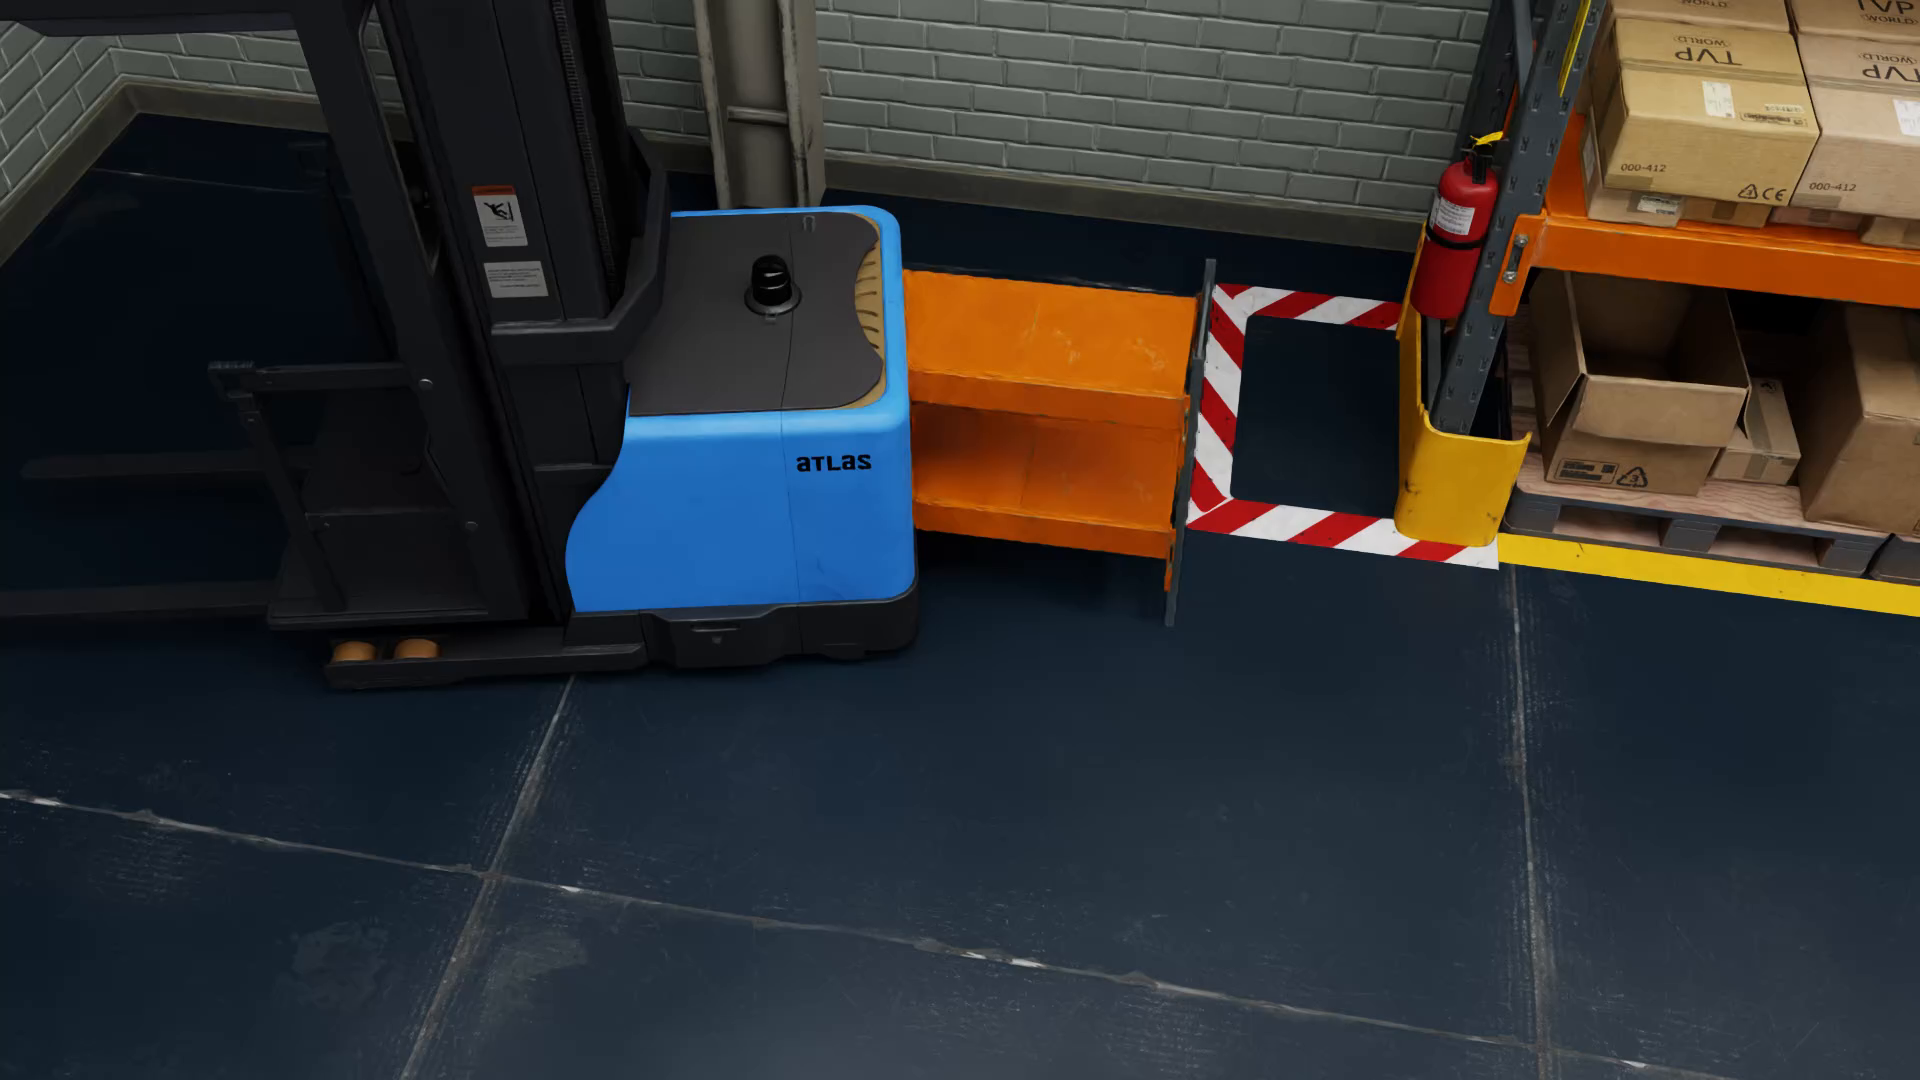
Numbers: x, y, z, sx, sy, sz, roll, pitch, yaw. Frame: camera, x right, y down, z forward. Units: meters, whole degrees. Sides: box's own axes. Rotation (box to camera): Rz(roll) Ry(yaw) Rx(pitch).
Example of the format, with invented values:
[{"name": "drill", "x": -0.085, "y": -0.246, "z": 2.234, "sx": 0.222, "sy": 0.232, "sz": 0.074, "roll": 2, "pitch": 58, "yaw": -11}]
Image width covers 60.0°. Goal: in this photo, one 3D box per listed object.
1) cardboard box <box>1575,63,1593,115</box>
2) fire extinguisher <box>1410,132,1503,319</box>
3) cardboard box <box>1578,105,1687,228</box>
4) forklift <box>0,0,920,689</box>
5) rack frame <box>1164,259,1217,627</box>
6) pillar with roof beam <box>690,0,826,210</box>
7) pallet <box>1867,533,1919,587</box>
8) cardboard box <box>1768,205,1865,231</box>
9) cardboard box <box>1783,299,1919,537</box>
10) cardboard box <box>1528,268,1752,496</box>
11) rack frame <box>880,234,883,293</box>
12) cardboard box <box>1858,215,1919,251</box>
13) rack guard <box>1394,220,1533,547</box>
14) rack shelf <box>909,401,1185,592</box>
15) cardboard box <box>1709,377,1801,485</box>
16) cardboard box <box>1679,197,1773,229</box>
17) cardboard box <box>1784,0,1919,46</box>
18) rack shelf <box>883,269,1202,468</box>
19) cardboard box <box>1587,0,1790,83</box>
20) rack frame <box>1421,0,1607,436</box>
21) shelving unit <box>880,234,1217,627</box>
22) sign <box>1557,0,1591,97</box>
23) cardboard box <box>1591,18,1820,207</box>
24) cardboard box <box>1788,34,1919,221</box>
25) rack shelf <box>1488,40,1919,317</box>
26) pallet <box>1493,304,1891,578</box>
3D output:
[{"name": "cardboard box", "x": 2.077, "y": -1.499, "z": 5.249, "sx": 0.250, "sy": 0.149, "sz": 0.380, "roll": 7, "pitch": 48, "yaw": 6}, {"name": "fire extinguisher", "x": 1.477, "y": -0.961, "z": 4.899, "sx": 0.183, "sy": 0.674, "sz": 0.296, "roll": 8, "pitch": 49, "yaw": 7}, {"name": "cardboard box", "x": 1.978, "y": -1.102, "z": 4.892, "sx": 0.250, "sy": 0.149, "sz": 0.380, "roll": 7, "pitch": 48, "yaw": 7}, {"name": "forklift", "x": -1.666, "y": -0.909, "z": 4.597, "sx": 3.031, "sy": 2.935, "sz": 1.130, "roll": -2, "pitch": 48, "yaw": -2}, {"name": "rack frame", "x": 0.728, "y": -0.282, "z": 5.283, "sx": 0.032, "sy": 1.125, "sz": 0.500, "roll": 7, "pitch": 45, "yaw": 8}, {"name": "pillar with roof beam", "x": -1.555, "y": -1.300, "z": 0.869, "sx": 0.400, "sy": 9.000, "sz": 9.100, "roll": 8, "pitch": 49, "yaw": 7}, {"name": "pallet", "x": 3.760, "y": -0.220, "z": 5.806, "sx": 1.213, "sy": 0.211, "sz": 1.003, "roll": 8, "pitch": 49, "yaw": 7}, {"name": "cardboard box", "x": 2.502, "y": -1.093, "z": 4.884, "sx": 0.250, "sy": 0.149, "sz": 0.380, "roll": 7, "pitch": 48, "yaw": 6}, {"name": "cardboard box", "x": 3.123, "y": -0.443, "z": 5.530, "sx": 0.500, "sy": 0.500, "sz": 0.700, "roll": 9, "pitch": 49, "yaw": 8}, {"name": "cardboard box", "x": 2.289, "y": -0.586, "z": 5.656, "sx": 0.637, "sy": 0.503, "sz": 0.797, "roll": 6, "pitch": 48, "yaw": 5}, {"name": "rack frame", "x": -0.272, "y": -0.402, "z": 5.425, "sx": 0.032, "sy": 1.125, "sz": 0.500, "roll": 7, "pitch": 45, "yaw": 8}, {"name": "cardboard box", "x": 2.739, "y": -1.014, "z": 4.814, "sx": 0.250, "sy": 0.149, "sz": 0.380, "roll": 9, "pitch": 49, "yaw": 8}, {"name": "rack guard", "x": 1.778, "y": -0.584, "z": 5.939, "sx": 0.348, "sy": 0.500, "sz": 1.175, "roll": 8, "pitch": 49, "yaw": 7}, {"name": "rack shelf", "x": 0.231, "y": -0.167, "z": 5.525, "sx": 1.000, "sy": 0.278, "sz": 0.538, "roll": 7, "pitch": 45, "yaw": 8}, {"name": "cardboard box", "x": 2.700, "y": -0.383, "z": 5.711, "sx": 0.250, "sy": 0.149, "sz": 0.380, "roll": 6, "pitch": 48, "yaw": 5}, {"name": "cardboard box", "x": 2.237, "y": -1.102, "z": 4.892, "sx": 0.250, "sy": 0.149, "sz": 0.380, "roll": 9, "pitch": 49, "yaw": 8}, {"name": "cardboard box", "x": 2.711, "y": -1.544, "z": 5.021, "sx": 0.500, "sy": 0.250, "sz": 0.500, "roll": 8, "pitch": 49, "yaw": 7}, {"name": "rack shelf", "x": 0.224, "y": -0.551, "z": 5.149, "sx": 1.000, "sy": 0.278, "sz": 0.538, "roll": 7, "pitch": 45, "yaw": 8}, {"name": "cardboard box", "x": 2.203, "y": -1.613, "z": 5.083, "sx": 0.500, "sy": 0.250, "sz": 0.500, "roll": 9, "pitch": 49, "yaw": 8}, {"name": "rack frame", "x": 1.704, "y": -1.430, "z": 5.018, "sx": 0.127, "sy": 3.000, "sz": 1.000, "roll": 8, "pitch": 49, "yaw": 7}, {"name": "shelving unit", "x": 0.228, "y": -0.342, "z": 5.354, "sx": 1.048, "sy": 1.125, "sz": 0.538, "roll": 7, "pitch": 45, "yaw": 8}, {"name": "sign", "x": 1.607, "y": -1.322, "z": 4.339, "sx": 0.005, "sy": 0.325, "sz": 0.100, "roll": 8, "pitch": 49, "yaw": 7}, {"name": "cardboard box", "x": 2.102, "y": -1.222, "z": 4.732, "sx": 0.500, "sy": 0.250, "sz": 0.500, "roll": 8, "pitch": 49, "yaw": 7}, {"name": "cardboard box", "x": 2.598, "y": -1.156, "z": 4.673, "sx": 0.500, "sy": 0.250, "sz": 0.500, "roll": 8, "pitch": 49, "yaw": 7}, {"name": "rack shelf", "x": 3.672, "y": -0.925, "z": 5.048, "sx": 4.000, "sy": 0.370, "sz": 1.077, "roll": 8, "pitch": 49, "yaw": 7}, {"name": "pallet", "x": 2.563, "y": -0.383, "z": 5.953, "sx": 1.213, "sy": 0.211, "sz": 1.003, "roll": 8, "pitch": 49, "yaw": 7}]
